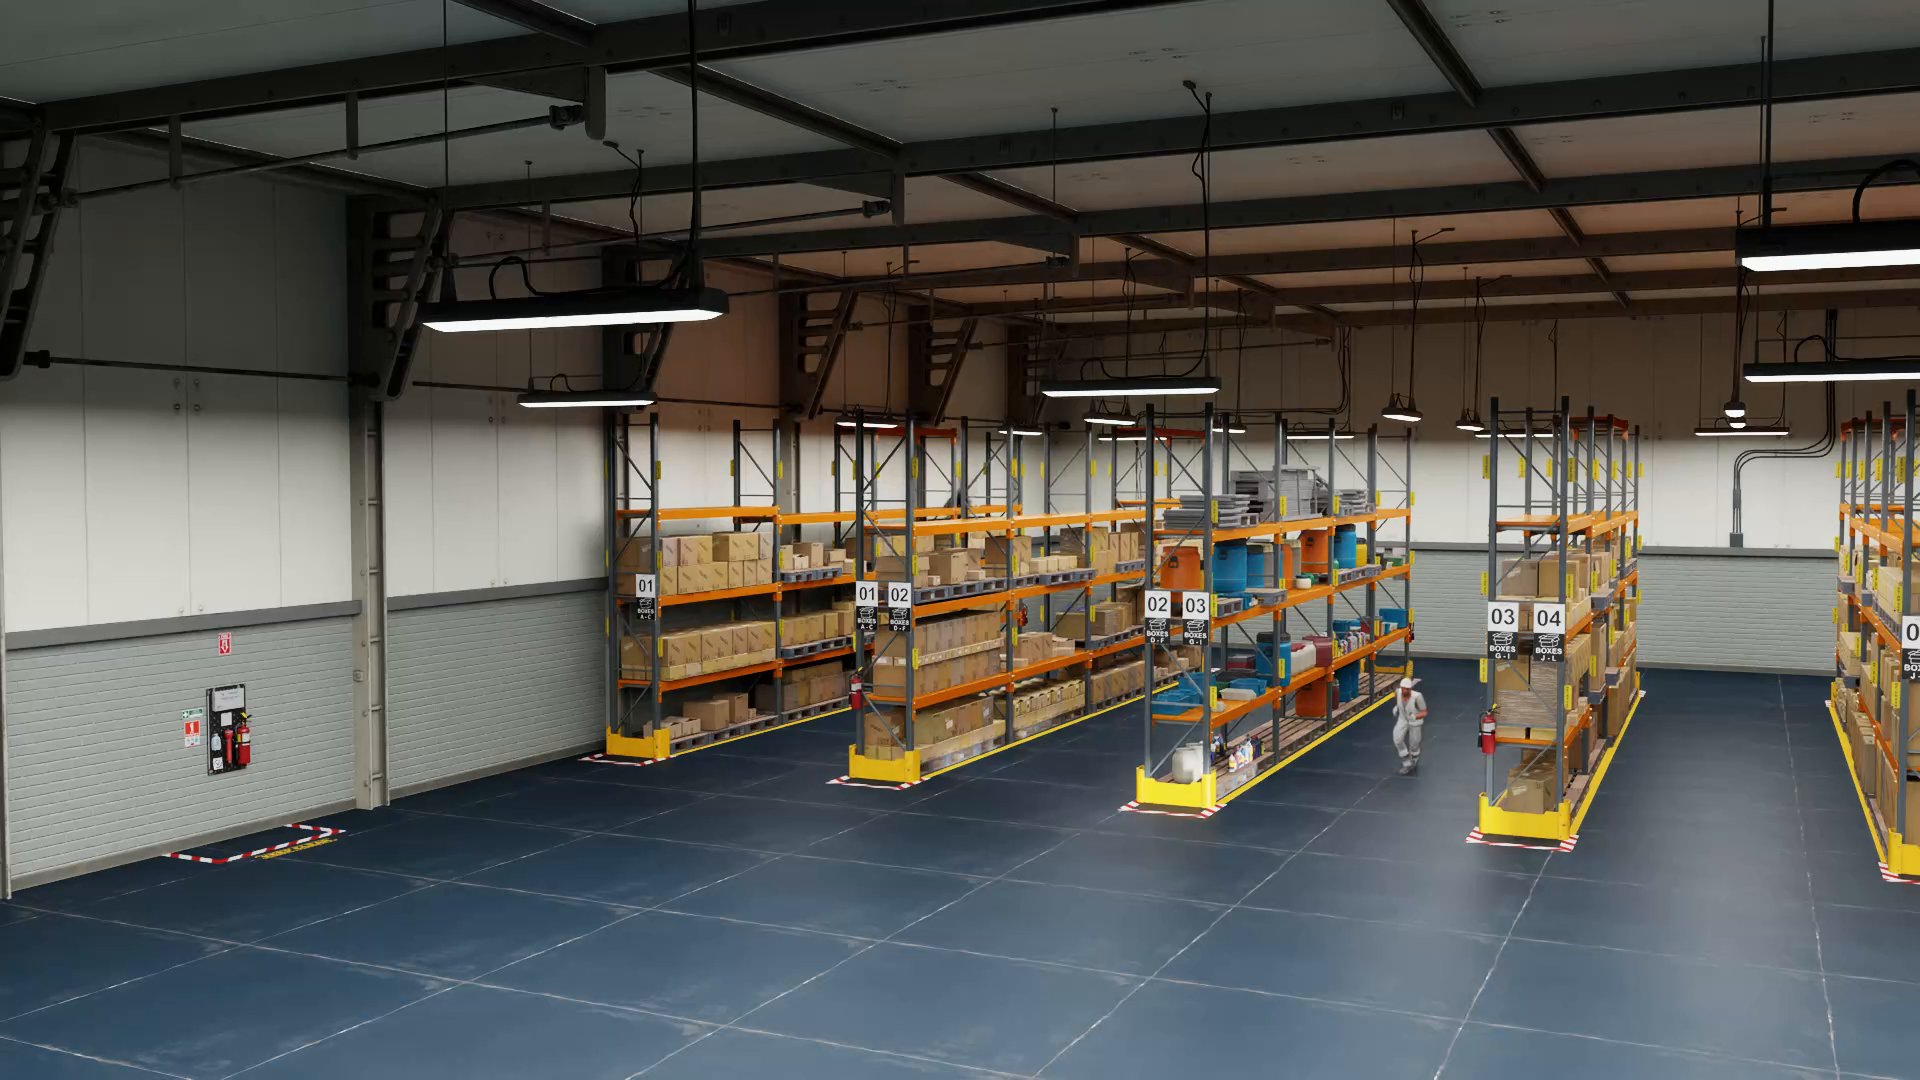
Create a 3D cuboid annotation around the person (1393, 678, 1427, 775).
[{"bbox_3d":[7.415,3.024,27.390,0.684,1.592,1.118,1,3,32],"label":"person"}]
